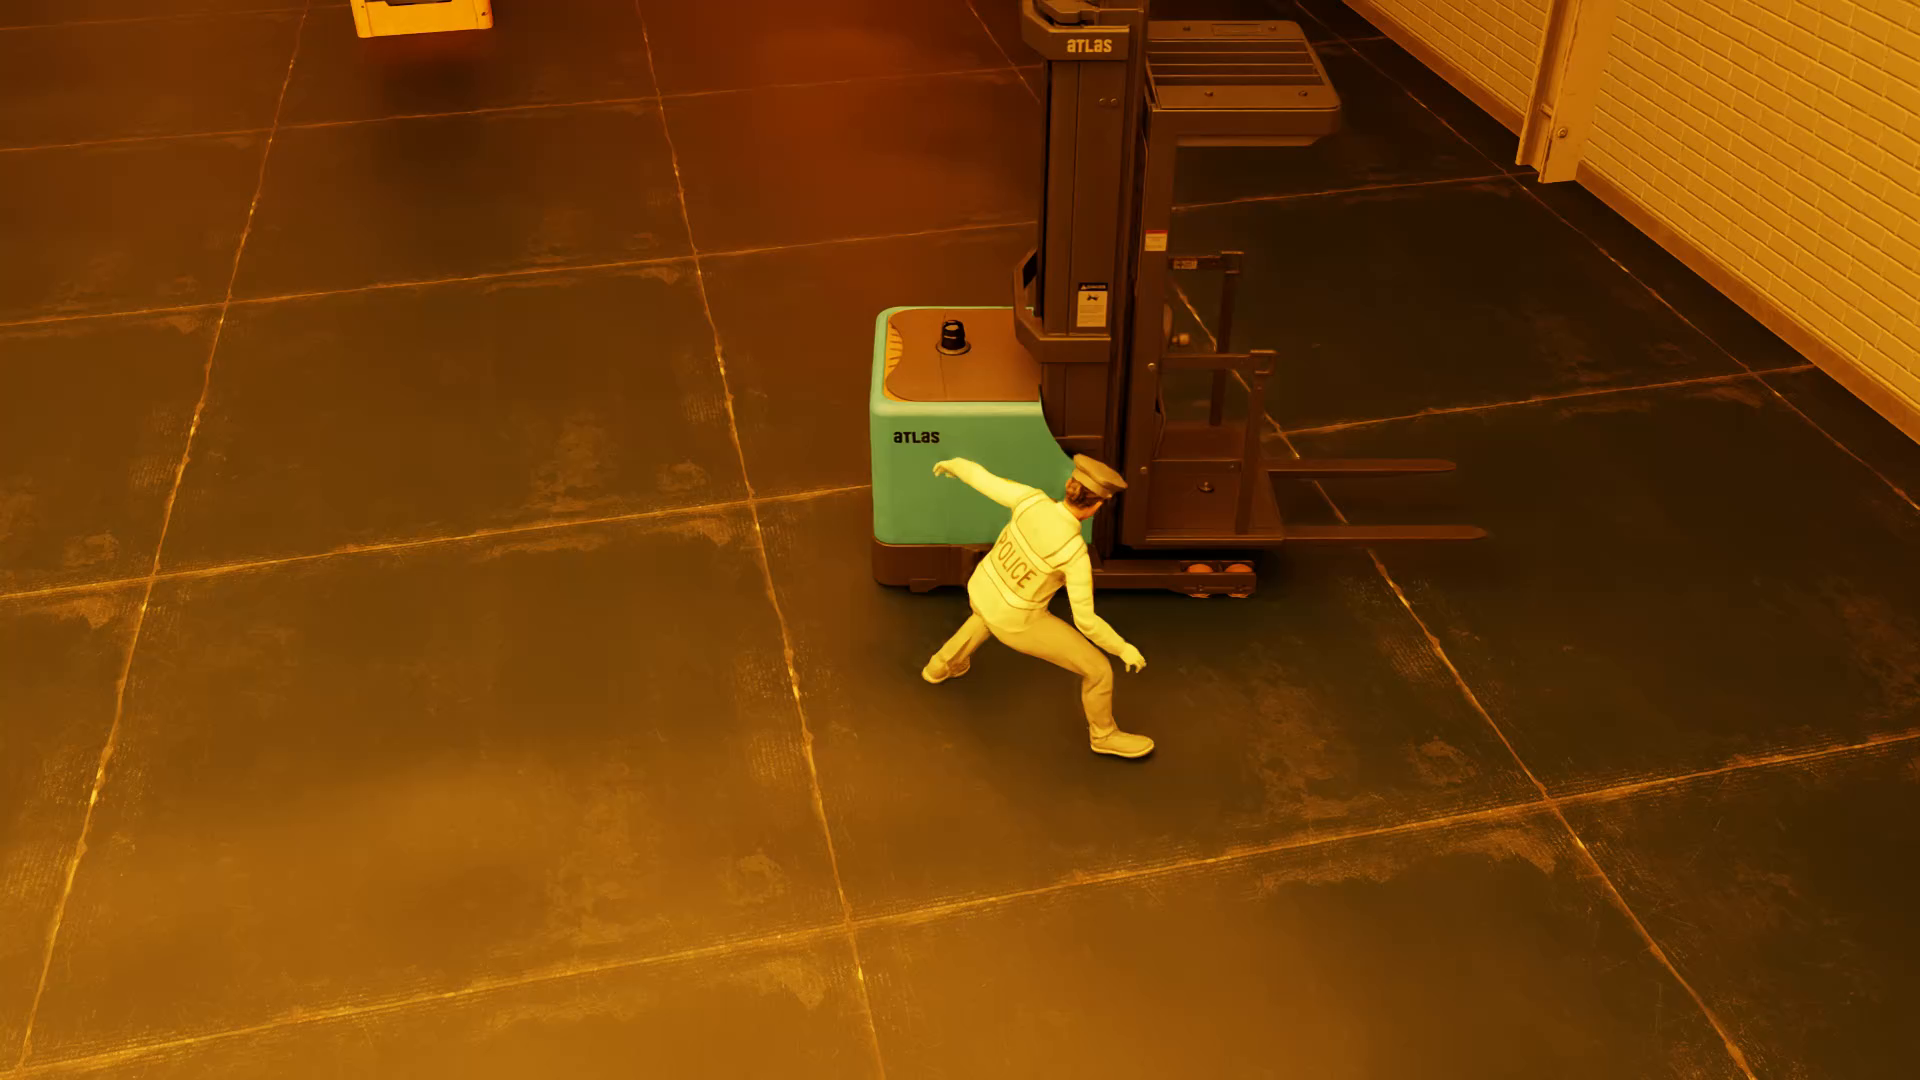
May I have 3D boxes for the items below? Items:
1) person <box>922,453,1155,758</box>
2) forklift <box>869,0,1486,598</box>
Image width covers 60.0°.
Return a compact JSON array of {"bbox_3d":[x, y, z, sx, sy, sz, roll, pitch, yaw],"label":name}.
[{"bbox_3d":[0.281,0.206,7.061,0.709,1.419,1.097,-18,40,-24],"label":"person"},{"bbox_3d":[1.083,-1.217,7.742,3.031,2.935,1.130,0,36,0],"label":"forklift"}]
